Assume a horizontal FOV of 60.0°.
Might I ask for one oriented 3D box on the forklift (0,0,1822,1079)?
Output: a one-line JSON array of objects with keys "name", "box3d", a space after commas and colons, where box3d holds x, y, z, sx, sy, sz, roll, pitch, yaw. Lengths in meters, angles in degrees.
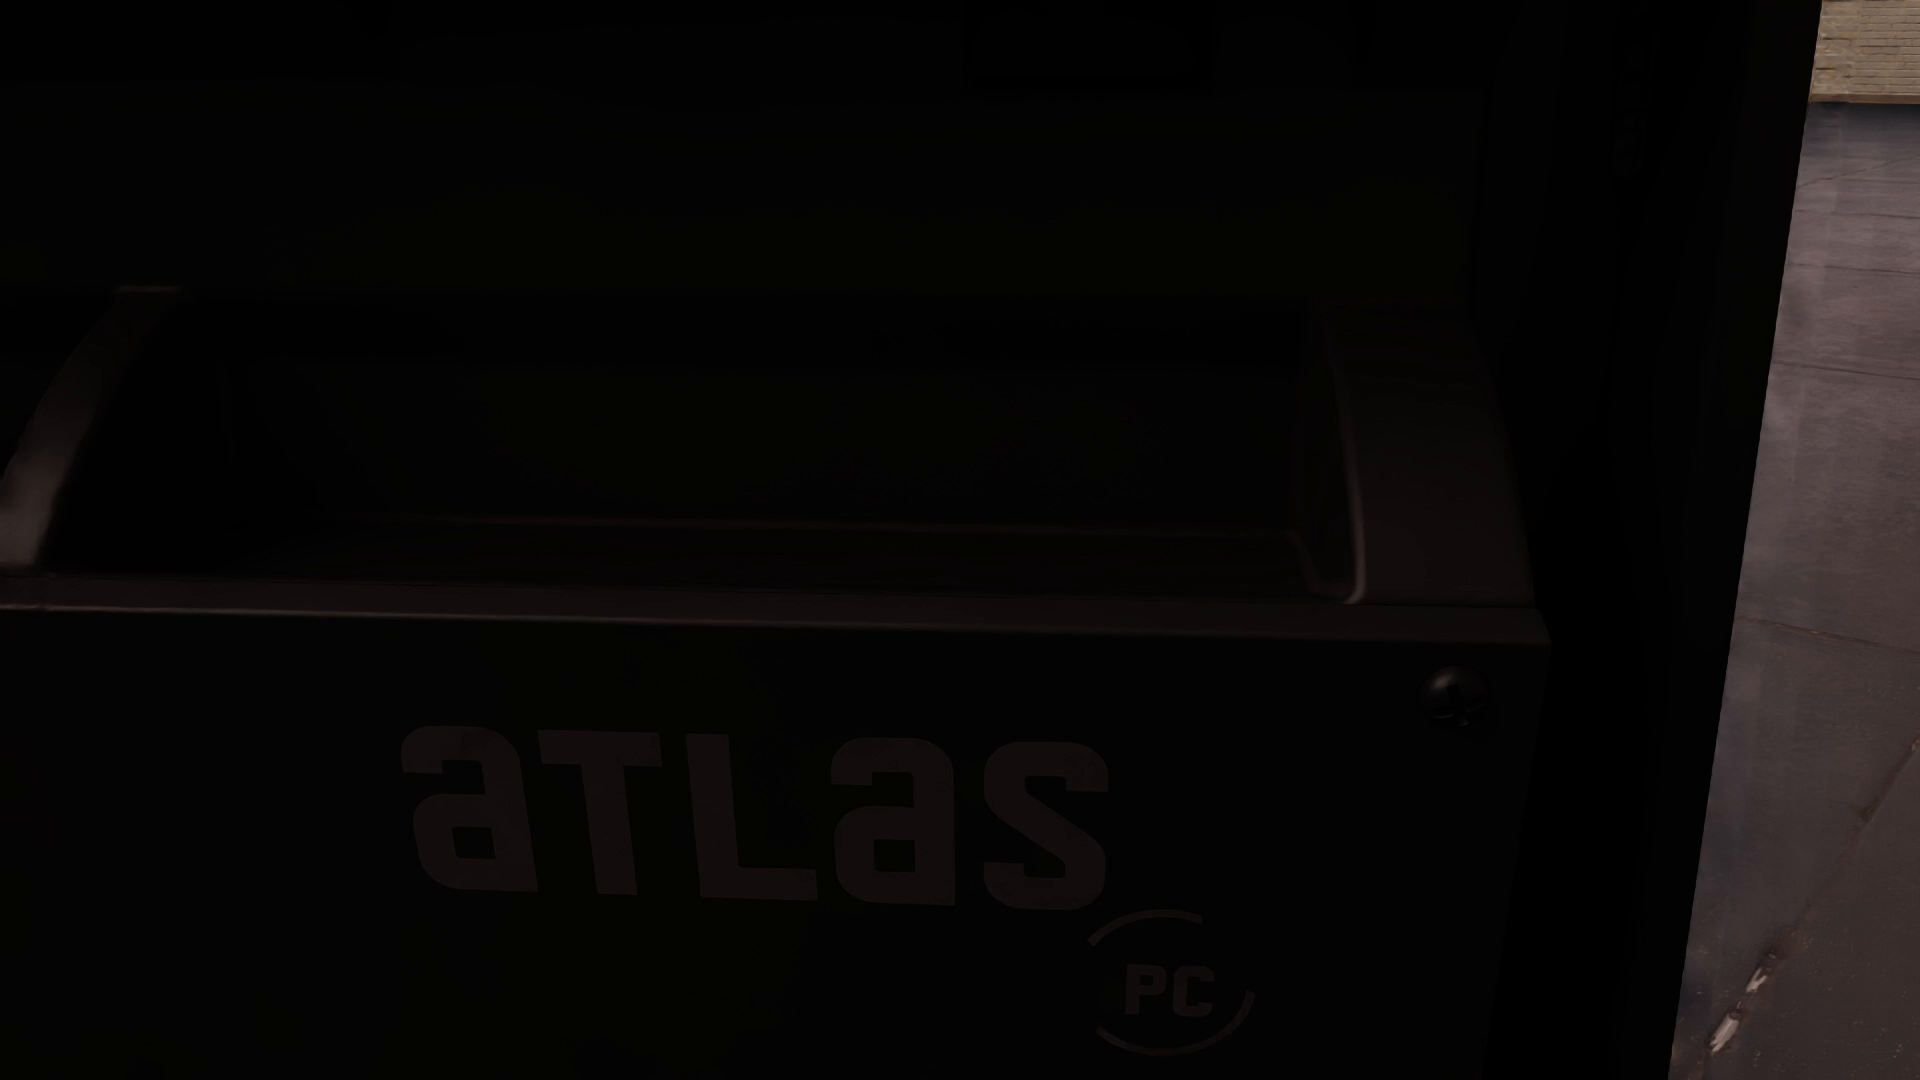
[{"name": "forklift", "box3d": [-0.301, -0.406, 0.233, 1.130, 2.935, 3.031, 1, 17, 4]}]
